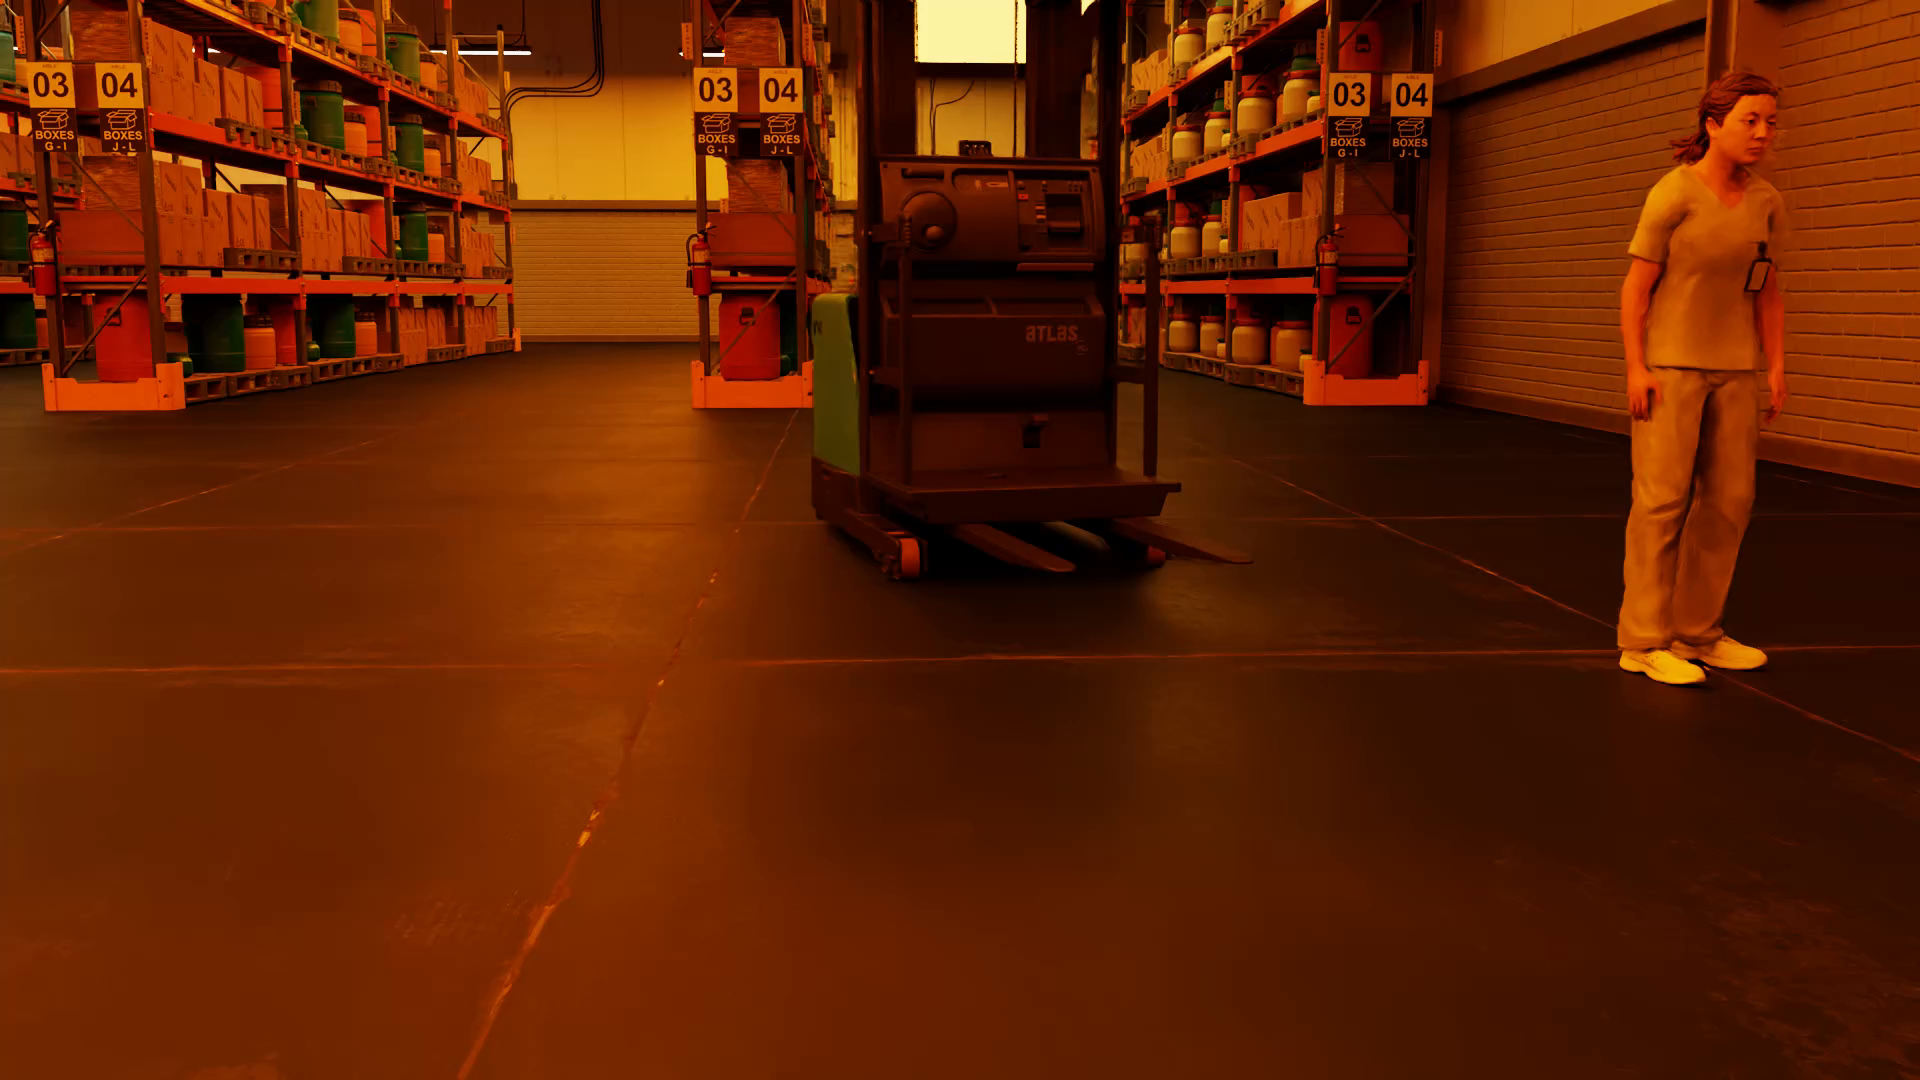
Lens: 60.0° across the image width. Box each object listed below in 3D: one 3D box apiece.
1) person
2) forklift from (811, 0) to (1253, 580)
[{"bbox_3d":[2.108,-0.450,4.655,0.495,1.670,0.438,-1,9,-10],"label":"person"},{"bbox_3d":[0.196,-1.360,6.489,1.130,2.935,3.031,-2,9,-16],"label":"forklift"}]
